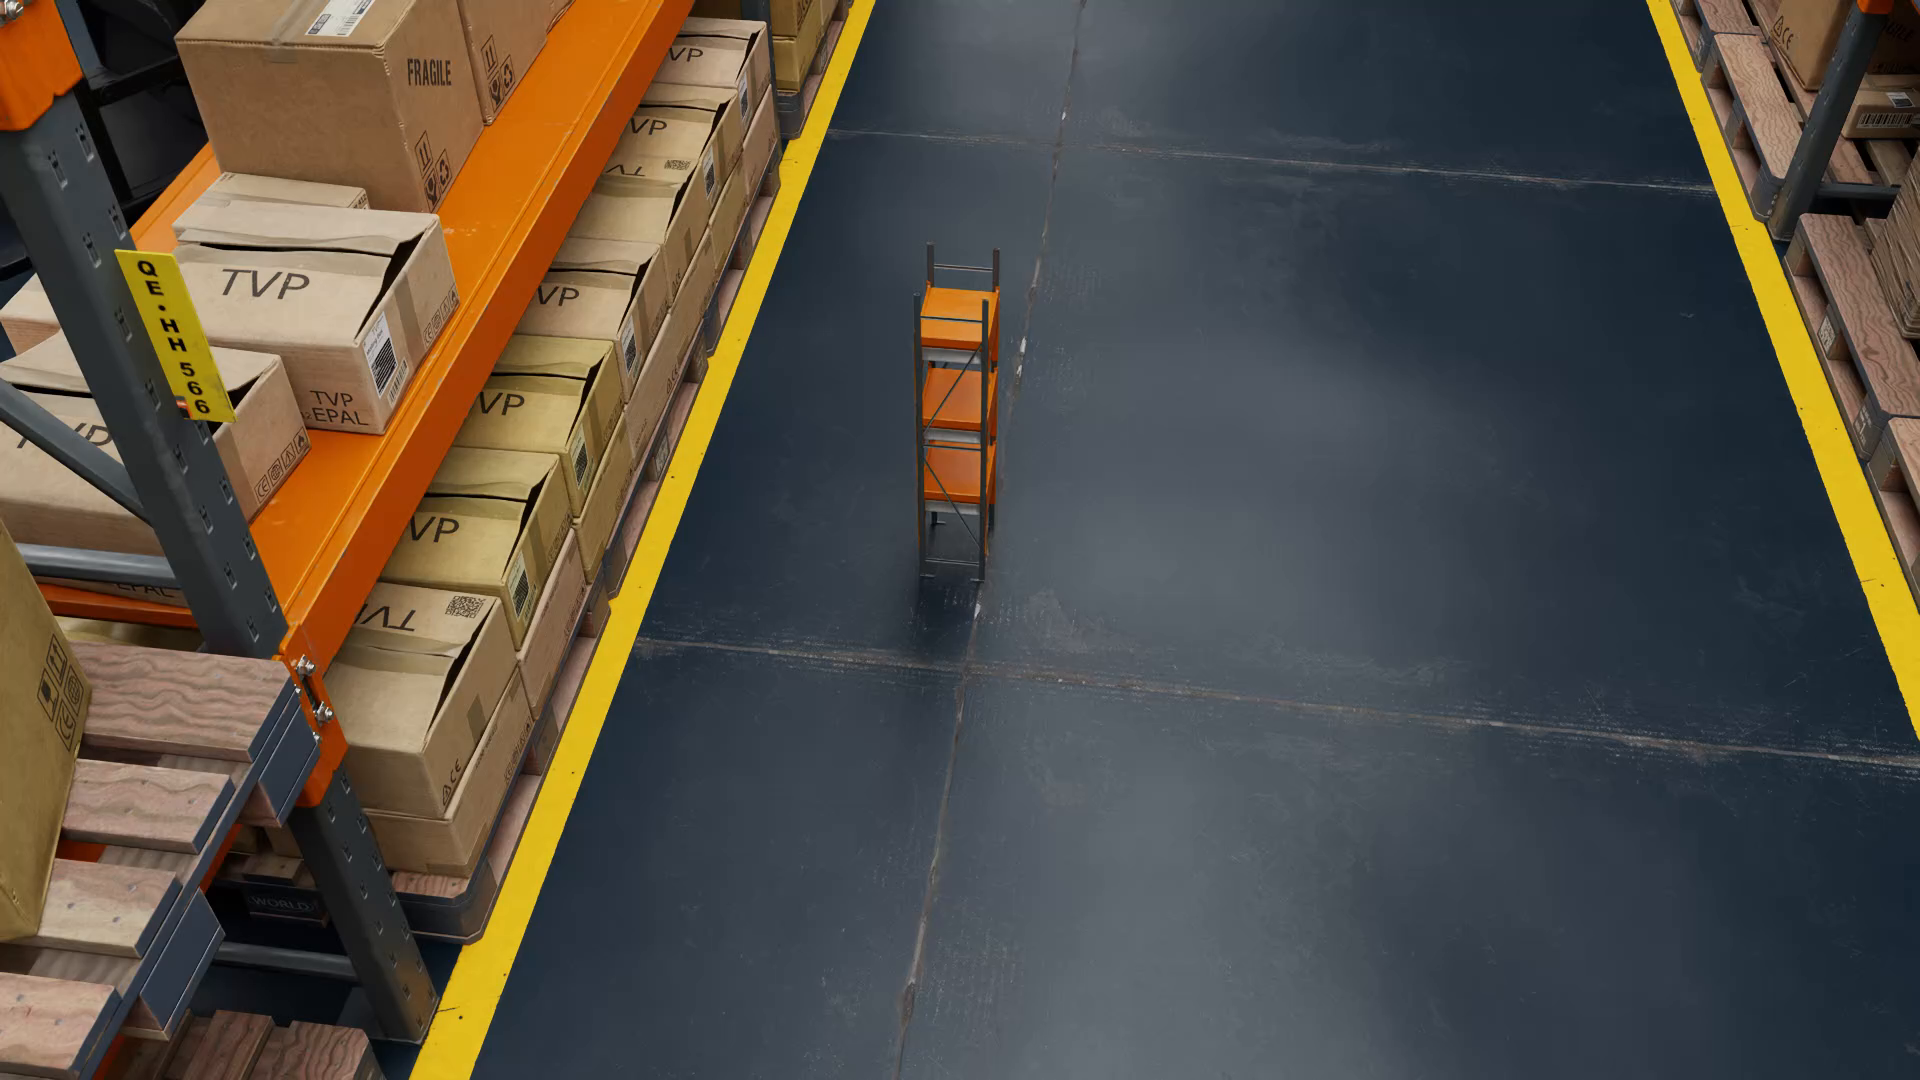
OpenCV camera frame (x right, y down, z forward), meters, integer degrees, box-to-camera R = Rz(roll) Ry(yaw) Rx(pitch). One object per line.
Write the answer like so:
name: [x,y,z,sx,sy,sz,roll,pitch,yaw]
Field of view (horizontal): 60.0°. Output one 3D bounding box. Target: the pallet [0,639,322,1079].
pallet: [-1.792,0.572,2.604,1.213,0.211,1.003,5,44,6]

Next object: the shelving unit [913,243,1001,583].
shelving unit: [-0.007,-0.345,4.851,0.215,1.050,0.252,5,44,6]

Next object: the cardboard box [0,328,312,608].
cardboard box: [-1.681,-0.178,3.321,0.500,0.311,0.500,8,44,8]

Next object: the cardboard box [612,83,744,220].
cardboard box: [-1.075,-1.393,5.826,0.500,0.311,0.500,6,44,7]

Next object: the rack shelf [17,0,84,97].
rack shelf: [-1.508,-2.157,3.688,1.077,0.370,4.000,5,44,6]

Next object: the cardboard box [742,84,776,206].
cardboard box: [-1.011,-1.538,6.387,0.500,0.250,0.500,5,44,5]

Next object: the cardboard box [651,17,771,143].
cardboard box: [-1.012,-1.748,6.201,0.500,0.311,0.500,5,44,6]

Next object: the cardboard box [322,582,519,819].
cardboard box: [-1.412,0.346,3.990,0.500,0.311,0.500,7,44,7]

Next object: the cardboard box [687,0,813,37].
cardboard box: [-0.871,-2.406,6.759,0.500,0.500,0.500,5,44,6]

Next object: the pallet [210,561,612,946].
pallet: [-1.624,0.489,4.580,1.003,0.211,1.213,5,44,6]

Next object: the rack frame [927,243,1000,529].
rack frame: [0.009,-0.428,4.938,0.200,1.050,0.008,5,44,6]

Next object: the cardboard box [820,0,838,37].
cardboard box: [-0.810,-2.475,7.377,0.500,0.250,0.500,5,44,6]

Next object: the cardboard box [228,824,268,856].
cardboard box: [-1.944,0.499,4.236,0.500,0.250,0.500,6,44,7]

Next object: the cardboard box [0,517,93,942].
cardboard box: [-1.743,0.284,2.390,0.700,0.500,0.500,-8,44,-9]

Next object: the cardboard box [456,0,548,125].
cardboard box: [-1.497,-1.506,4.587,0.500,0.500,0.500,5,44,6]

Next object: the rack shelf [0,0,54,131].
rack shelf: [-2.036,0.569,0.809,1.077,0.370,4.000,5,44,6]

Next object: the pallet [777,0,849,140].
pallet: [-1.096,-2.218,7.439,1.003,0.211,1.213,5,44,6]

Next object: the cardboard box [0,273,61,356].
cardboard box: [-1.927,-0.513,3.793,0.380,0.149,0.250,5,44,6]

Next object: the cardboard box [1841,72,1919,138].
cardboard box: [3.709,-1.743,6.650,0.380,0.166,0.250,0,43,0]

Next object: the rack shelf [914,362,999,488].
rack shelf: [-0.007,-0.337,4.858,0.215,0.259,0.240,5,44,6]

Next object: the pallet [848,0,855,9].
pallet: [-0.938,-3.052,8.320,1.003,0.211,1.213,5,44,6]

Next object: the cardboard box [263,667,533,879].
cardboard box: [-1.412,0.549,4.183,0.500,0.250,0.500,5,44,5]

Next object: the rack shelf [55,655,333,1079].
rack shelf: [-2.036,1.658,1.841,1.077,0.370,4.000,5,44,6]

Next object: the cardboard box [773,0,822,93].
cardboard box: [-0.881,-2.135,7.018,0.500,0.250,0.500,5,44,6]

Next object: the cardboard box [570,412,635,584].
cardboard box: [-1.283,-0.148,4.919,0.500,0.250,0.500,4,44,4]

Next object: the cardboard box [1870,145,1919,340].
cardboard box: [3.587,-0.994,5.616,0.700,0.500,0.500,7,44,7]

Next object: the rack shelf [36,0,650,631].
rack shelf: [-1.508,-1.139,4.652,0.919,0.124,3.809,5,44,6]

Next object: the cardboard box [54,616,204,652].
cardboard box: [-1.947,0.297,4.042,0.500,0.311,0.500,6,44,7]

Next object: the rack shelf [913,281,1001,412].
rack shelf: [-0.007,-0.543,4.663,0.215,0.259,0.240,5,44,6]

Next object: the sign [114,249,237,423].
sign: [-1.233,-0.315,2.617,0.100,0.325,0.005,5,44,6]

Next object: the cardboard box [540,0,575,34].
cardboard box: [-1.430,-1.848,4.947,0.500,0.500,0.500,8,44,9]

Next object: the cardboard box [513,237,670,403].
cardboard box: [-1.213,-0.711,5.106,0.500,0.311,0.500,5,44,5]

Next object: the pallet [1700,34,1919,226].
pallet: [3.721,-1.693,6.885,1.003,0.211,1.213,5,44,6]

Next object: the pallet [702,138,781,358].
pallet: [-1.302,-1.174,6.337,1.003,0.211,1.213,5,44,6]

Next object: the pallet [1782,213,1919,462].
pallet: [3.566,-0.701,5.837,1.003,0.211,1.213,5,44,6]

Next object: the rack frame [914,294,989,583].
rack frame: [-0.023,-0.262,4.763,0.200,1.050,0.008,5,44,6]

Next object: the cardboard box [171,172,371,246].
cardboard box: [-1.659,-0.749,4.042,0.380,0.149,0.250,8,44,9]

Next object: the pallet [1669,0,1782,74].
pallet: [3.880,-2.527,7.765,1.003,0.211,1.213,5,44,6]

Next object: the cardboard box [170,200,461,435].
cardboard box: [-1.462,-0.526,3.689,0.500,0.311,0.500,5,44,5]

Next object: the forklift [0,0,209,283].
forklift: [-3.228,-2.395,5.648,1.130,2.935,3.031,31,51,29]

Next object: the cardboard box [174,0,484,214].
cardboard box: [-1.566,-1.148,4.208,0.500,0.500,0.500,3,44,3]

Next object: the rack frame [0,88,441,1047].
rack frame: [-1.772,0.034,3.033,1.000,3.000,0.127,5,44,6]

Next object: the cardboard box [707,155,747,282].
cardboard box: [-1.079,-1.193,6.023,0.500,0.250,0.500,5,44,5]

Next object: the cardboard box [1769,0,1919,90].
cardboard box: [3.765,-2.208,6.898,0.500,0.500,0.500,2,43,2]

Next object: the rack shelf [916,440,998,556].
rack shelf: [-0.007,-0.135,5.049,0.215,0.259,0.240,5,44,6]

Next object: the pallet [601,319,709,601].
pallet: [-1.461,-0.340,5.456,1.003,0.211,1.213,5,44,6]

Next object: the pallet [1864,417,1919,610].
pallet: [3.407,0.132,4.957,1.003,0.211,1.213,5,44,6]
